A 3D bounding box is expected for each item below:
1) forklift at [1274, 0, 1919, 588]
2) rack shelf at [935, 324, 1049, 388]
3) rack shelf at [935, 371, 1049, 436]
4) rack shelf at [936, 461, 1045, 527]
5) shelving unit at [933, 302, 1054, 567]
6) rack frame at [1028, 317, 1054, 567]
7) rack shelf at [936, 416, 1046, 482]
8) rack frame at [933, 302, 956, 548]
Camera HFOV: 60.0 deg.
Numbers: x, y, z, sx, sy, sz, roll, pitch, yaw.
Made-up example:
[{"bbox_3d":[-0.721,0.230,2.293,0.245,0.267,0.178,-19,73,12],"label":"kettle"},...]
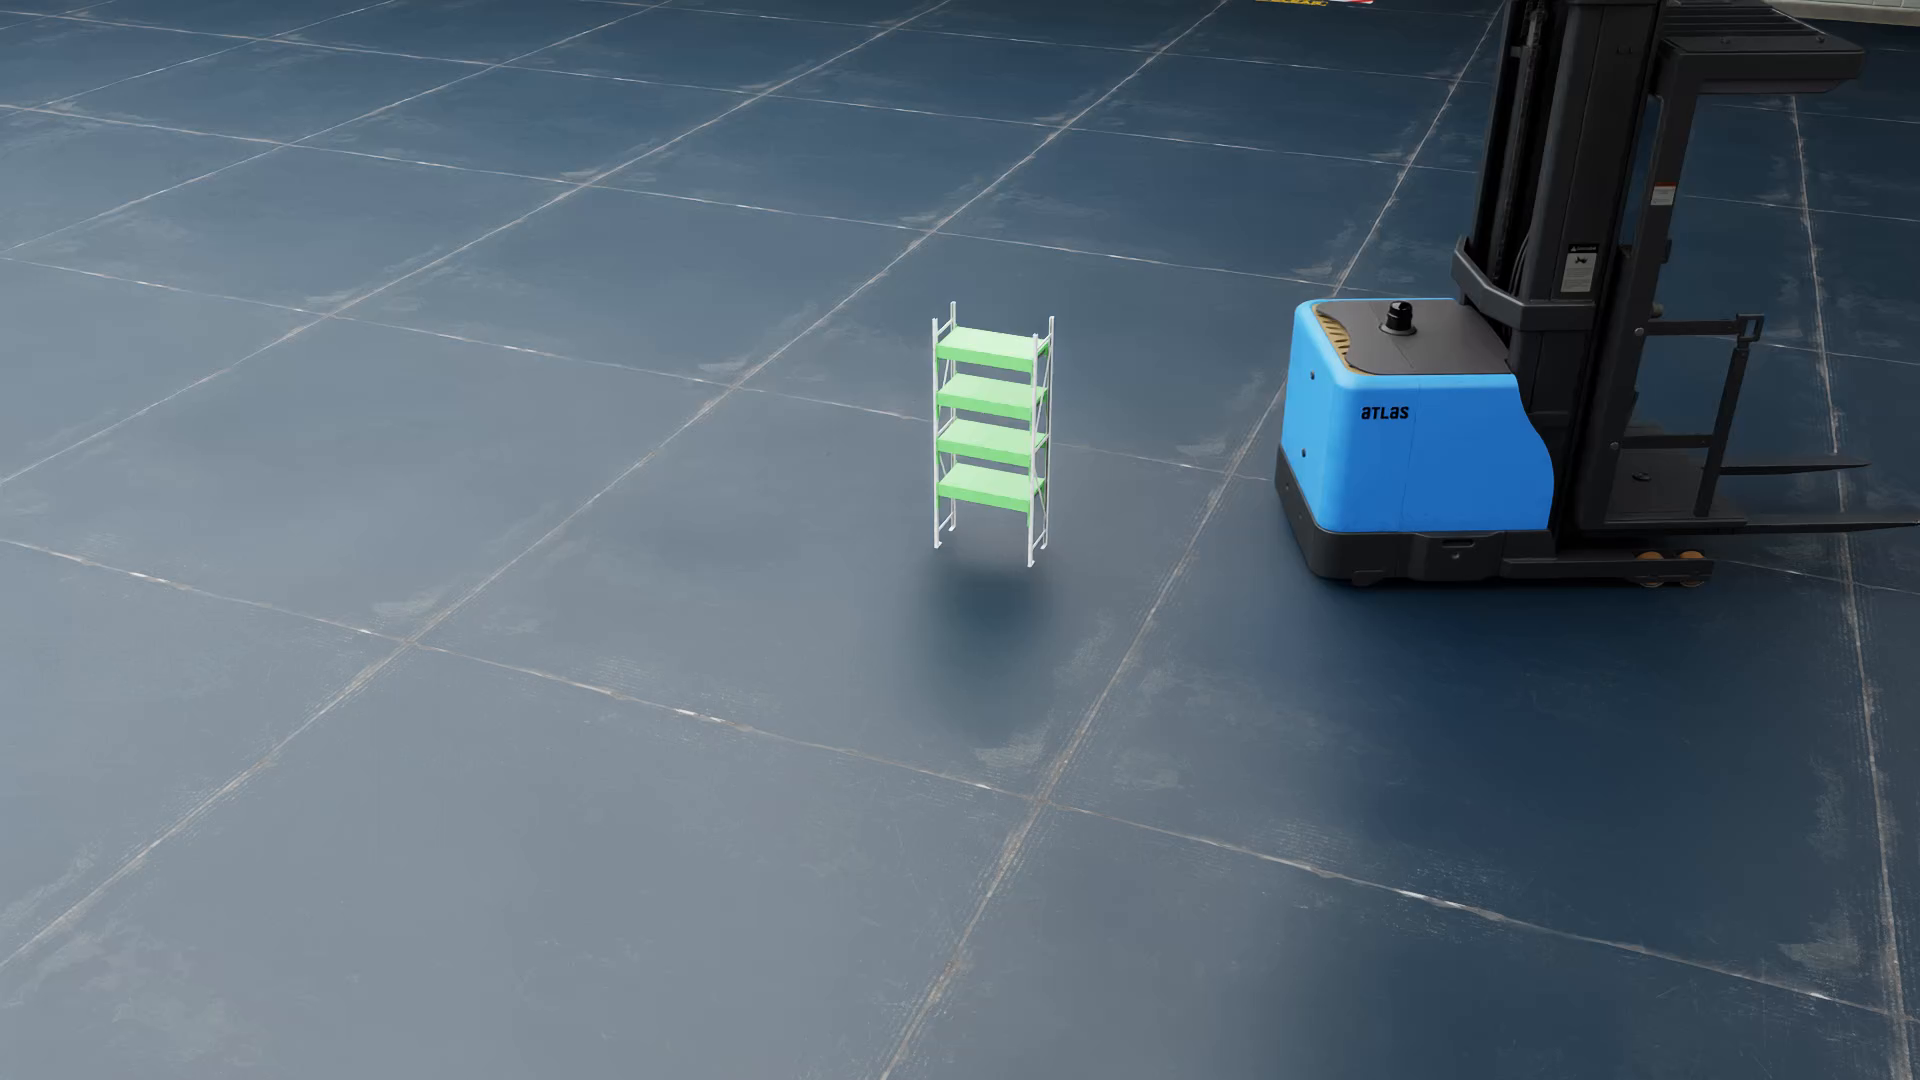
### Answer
[{"bbox_3d":[3.155,-1.312,7.593,3.031,2.935,1.130,-1,29,-2],"label":"forklift"},{"bbox_3d":[0.153,-0.854,7.696,0.480,0.148,0.258,11,31,19],"label":"rack shelf"},{"bbox_3d":[0.153,-0.645,7.814,0.480,0.148,0.258,11,31,19],"label":"rack shelf"},{"bbox_3d":[0.153,-0.227,8.050,0.480,0.148,0.258,11,31,19],"label":"rack shelf"},{"bbox_3d":[0.153,-0.492,7.901,0.503,1.200,0.258,11,31,19],"label":"shelving unit"},{"bbox_3d":[0.379,-0.447,7.821,0.015,1.200,0.240,11,31,19],"label":"rack frame"},{"bbox_3d":[0.153,-0.436,7.932,0.480,0.148,0.258,11,31,19],"label":"rack shelf"},{"bbox_3d":[-0.073,-0.537,7.980,0.015,1.200,0.240,11,31,19],"label":"rack frame"}]
